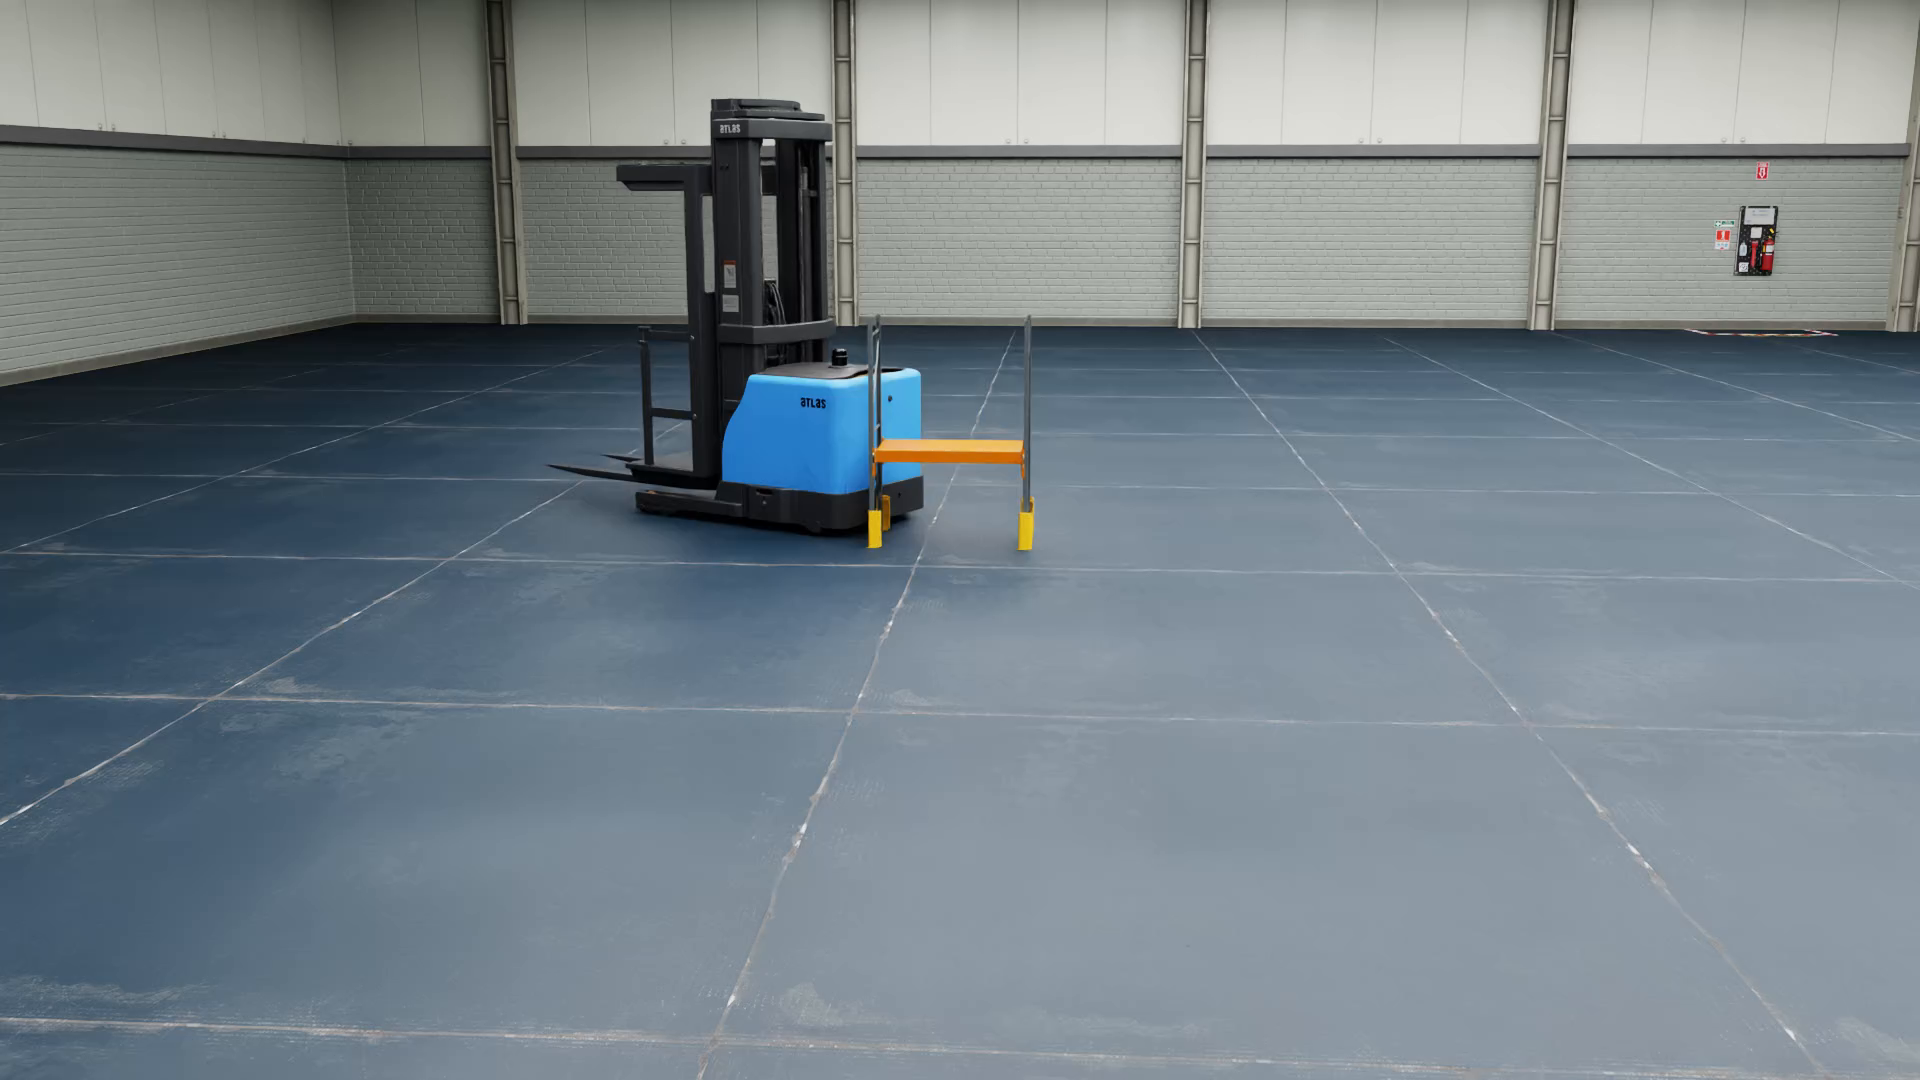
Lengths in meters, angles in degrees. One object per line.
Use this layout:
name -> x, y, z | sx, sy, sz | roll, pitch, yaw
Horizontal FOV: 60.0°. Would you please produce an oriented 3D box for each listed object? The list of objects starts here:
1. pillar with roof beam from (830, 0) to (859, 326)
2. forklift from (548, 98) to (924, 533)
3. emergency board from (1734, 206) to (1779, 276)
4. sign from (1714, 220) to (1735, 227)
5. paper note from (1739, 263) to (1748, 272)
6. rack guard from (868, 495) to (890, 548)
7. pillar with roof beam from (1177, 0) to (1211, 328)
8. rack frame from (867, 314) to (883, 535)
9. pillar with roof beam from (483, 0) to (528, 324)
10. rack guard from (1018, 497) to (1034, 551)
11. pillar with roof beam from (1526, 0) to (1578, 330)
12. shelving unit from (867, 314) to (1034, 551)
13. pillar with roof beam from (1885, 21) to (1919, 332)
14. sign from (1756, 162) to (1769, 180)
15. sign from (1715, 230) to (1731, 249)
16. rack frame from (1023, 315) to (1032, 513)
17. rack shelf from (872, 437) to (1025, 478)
pillar with roof beam -> -2.281, -7.318, 24.274 | 0.400, 9.000, 9.100 | 1, 12, 4
forklift -> -1.775, -1.688, 12.180 | 3.031, 2.935, 1.130 | 8, 14, 33
emergency board -> 13.503, -5.056, 28.115 | 0.643, 1.169, 0.194 | 1, 12, 4
sign -> 12.962, -5.360, 28.185 | 0.331, 0.109, 0.001 | 1, 12, 4
paper note -> 13.331, -4.642, 28.284 | 0.142, 0.148, 0.016 | 1, 12, 4
rack guard -> -0.547, -0.127, 11.263 | 0.087, 0.250, 0.587 | 1, 12, 4
pillar with roof beam -> 3.705, -7.236, 23.882 | 0.400, 9.000, 9.100 | 1, 12, 4
rack frame -> -0.567, -0.739, 11.136 | 0.032, 1.500, 0.500 | 1, 12, 4
pillar with roof beam -> -8.268, -7.400, 24.667 | 0.400, 9.000, 9.100 | 1, 12, 4
rack guard -> 0.446, -0.113, 11.197 | 0.087, 0.250, 0.587 | 1, 12, 4
pillar with roof beam -> 9.692, -7.154, 23.490 | 0.400, 9.000, 9.100 | 1, 12, 4
shelving unit -> -0.051, -0.731, 11.102 | 1.083, 1.500, 0.587 | 1, 12, 4
pillar with roof beam -> 15.679, -7.072, 23.097 | 0.400, 9.000, 9.100 | 1, 12, 4
sign -> 13.502, -6.212, 27.975 | 0.199, 0.298, 0.001 | 1, 12, 4
sign -> 12.958, -5.103, 28.248 | 0.234, 0.329, 0.001 | 1, 12, 4
rack frame -> 0.448, -0.725, 11.069 | 0.032, 1.500, 0.500 | 1, 12, 4
rack shelf -> -0.060, -0.556, 11.139 | 1.000, 0.185, 0.538 | 1, 12, 4
